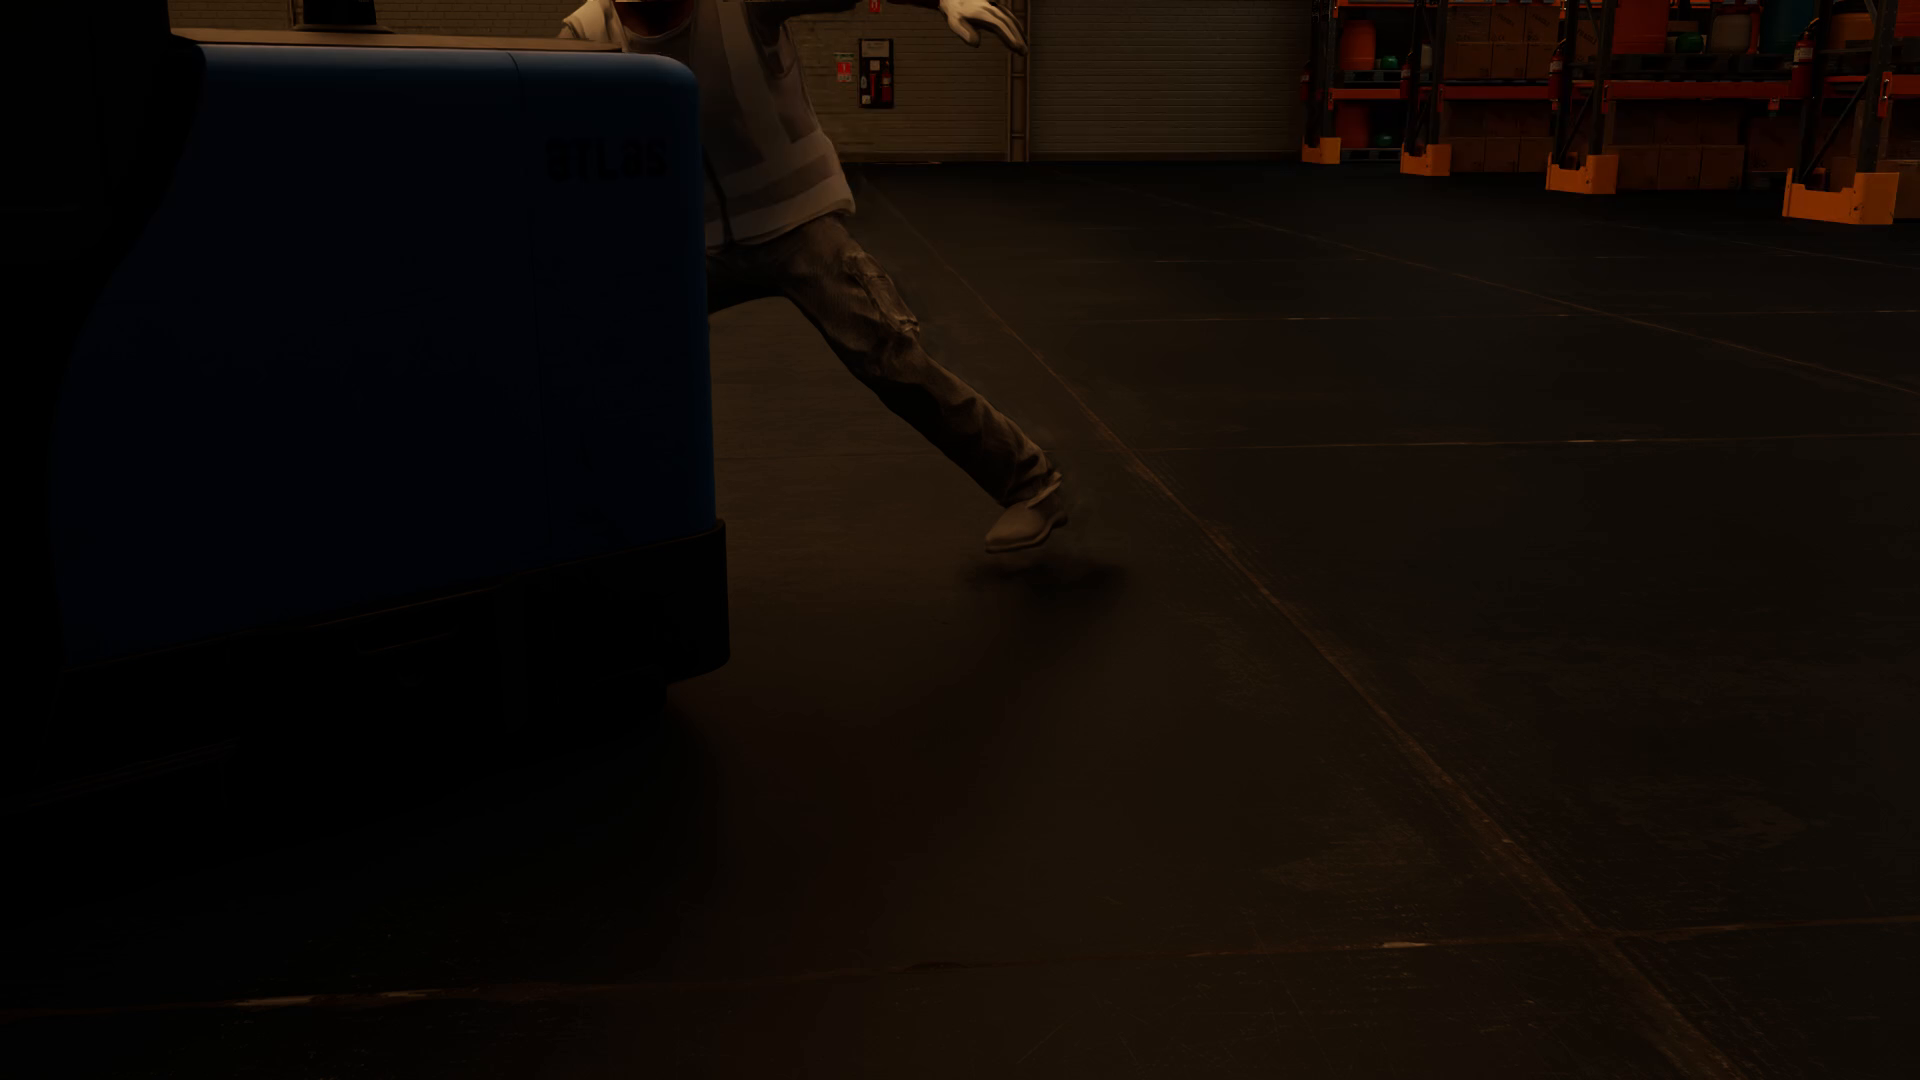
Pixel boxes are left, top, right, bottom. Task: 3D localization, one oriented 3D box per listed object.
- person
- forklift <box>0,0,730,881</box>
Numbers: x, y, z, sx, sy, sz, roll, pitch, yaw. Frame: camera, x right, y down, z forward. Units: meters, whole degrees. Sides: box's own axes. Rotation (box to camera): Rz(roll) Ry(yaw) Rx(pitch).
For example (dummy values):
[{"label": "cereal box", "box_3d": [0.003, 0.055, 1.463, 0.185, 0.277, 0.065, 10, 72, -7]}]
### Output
[{"label": "person", "box_3d": [-0.482, -0.637, 3.539, 1.307, 1.468, 0.775, 5, 16, 19]}, {"label": "forklift", "box_3d": [-1.809, -0.971, 1.861, 3.031, 2.935, 1.130, -14, 20, -42]}]
